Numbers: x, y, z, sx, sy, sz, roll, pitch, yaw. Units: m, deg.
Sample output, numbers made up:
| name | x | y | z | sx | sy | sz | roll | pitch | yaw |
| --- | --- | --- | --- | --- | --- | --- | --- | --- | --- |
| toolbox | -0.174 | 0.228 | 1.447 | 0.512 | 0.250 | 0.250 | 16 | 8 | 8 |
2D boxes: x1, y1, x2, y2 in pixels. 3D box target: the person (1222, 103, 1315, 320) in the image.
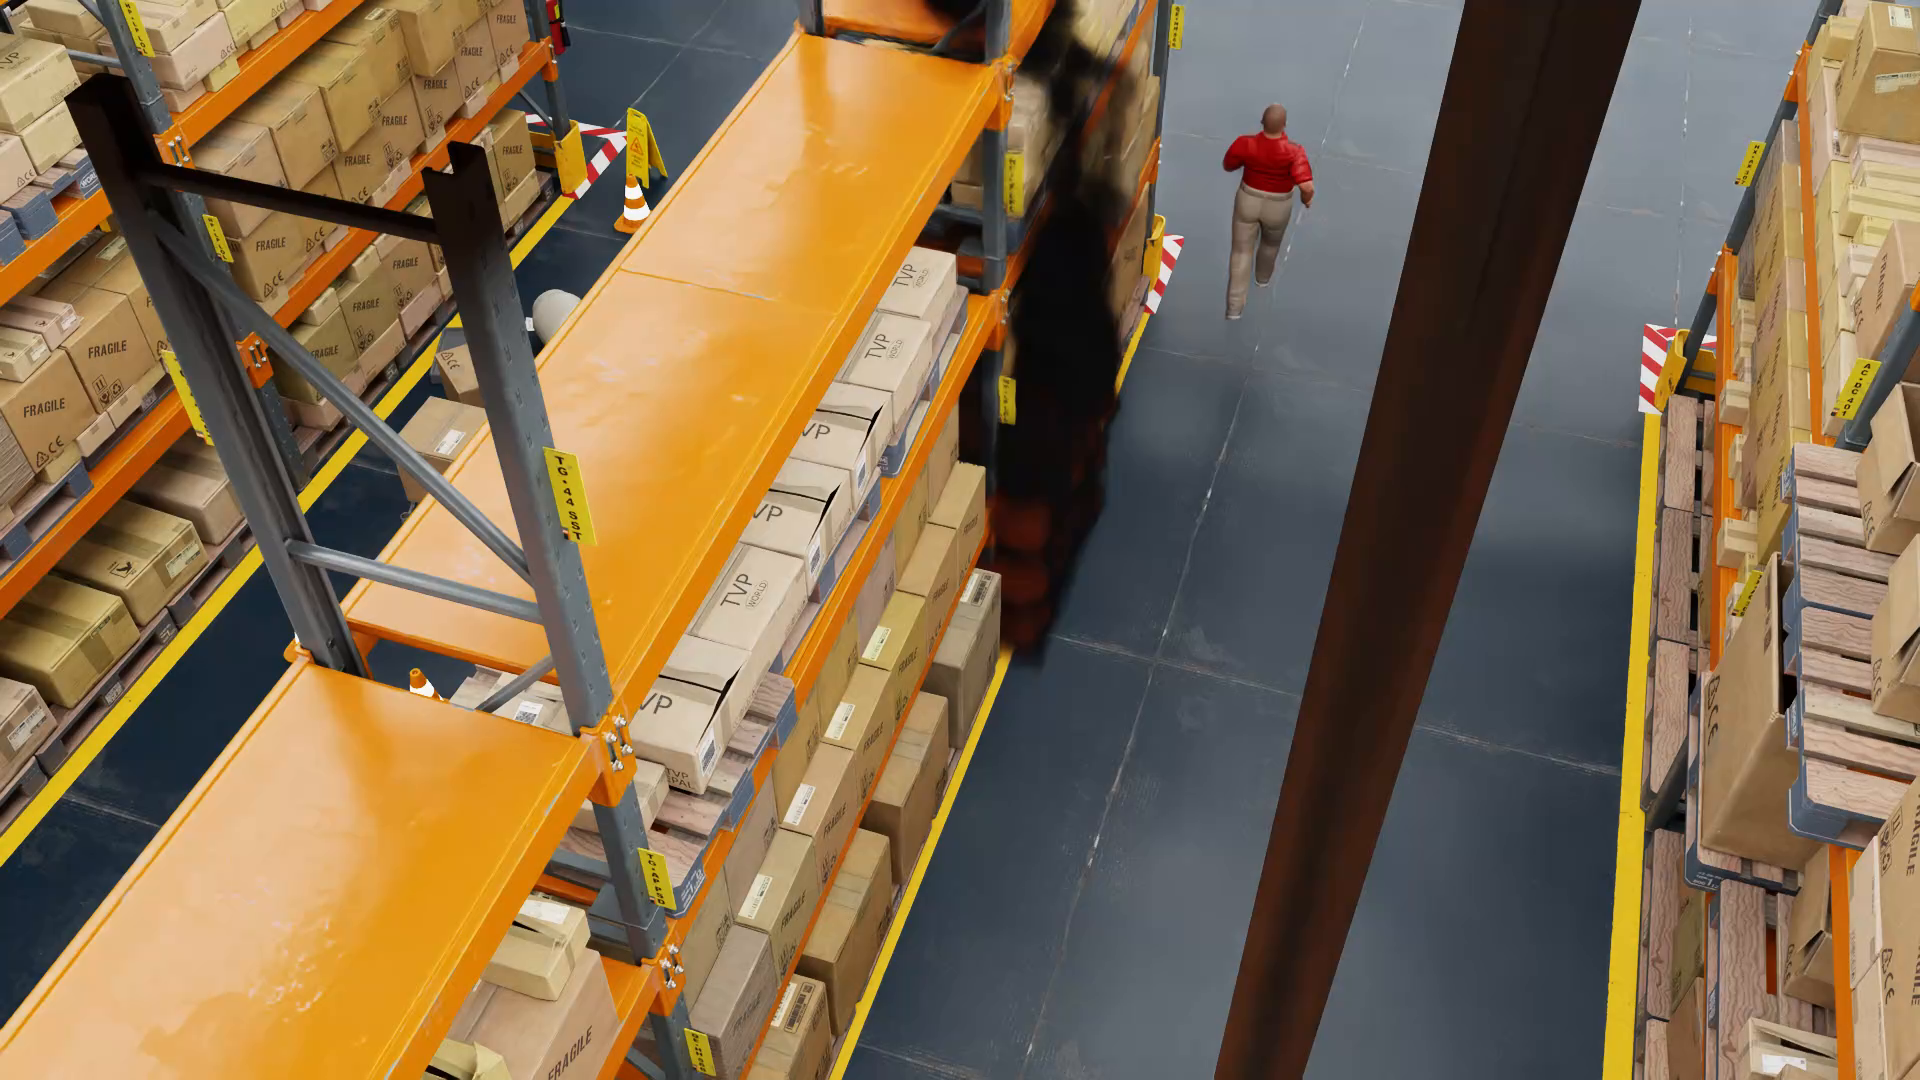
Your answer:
| name | x | y | z | sx | sy | sz | roll | pitch | yaw |
| --- | --- | --- | --- | --- | --- | --- | --- | --- | --- |
| person | 2.177 | -2.386 | 11.883 | 0.671 | 1.773 | 0.895 | 11 | 47 | 11 |
